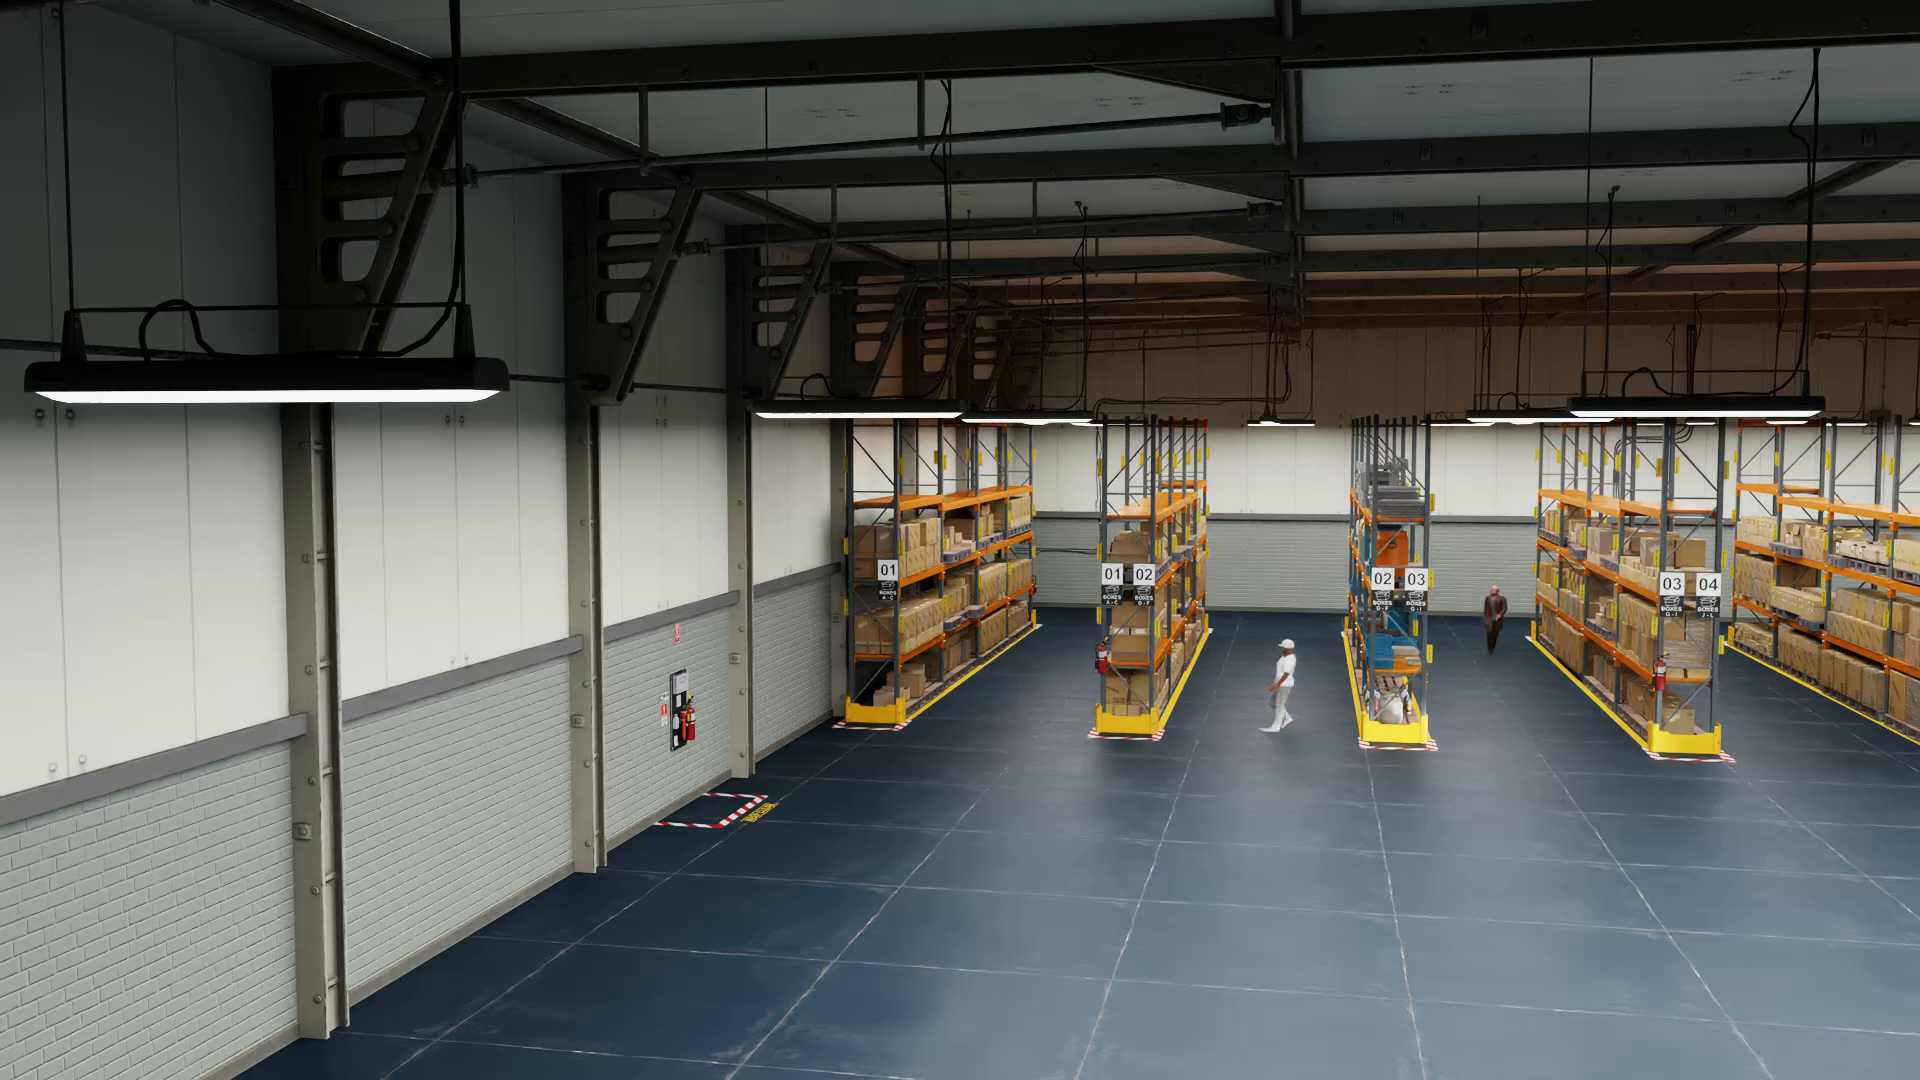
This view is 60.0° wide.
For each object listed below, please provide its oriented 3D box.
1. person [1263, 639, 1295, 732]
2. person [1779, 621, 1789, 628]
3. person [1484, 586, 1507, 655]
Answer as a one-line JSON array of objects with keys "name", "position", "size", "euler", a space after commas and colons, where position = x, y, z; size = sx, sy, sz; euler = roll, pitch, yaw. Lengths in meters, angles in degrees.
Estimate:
[{"name": "person", "position": [6.039, 2.750, 31.469], "size": [0.626, 1.753, 0.646], "euler": [-1, 4, -9]}, {"name": "person", "position": [22.055, 1.895, 44.728], "size": [0.463, 1.657, 0.687], "euler": [-2, 5, -33]}, {"name": "person", "position": [13.668, 2.066, 42.492], "size": [0.552, 1.813, 0.936], "euler": [1, 4, 12]}]
